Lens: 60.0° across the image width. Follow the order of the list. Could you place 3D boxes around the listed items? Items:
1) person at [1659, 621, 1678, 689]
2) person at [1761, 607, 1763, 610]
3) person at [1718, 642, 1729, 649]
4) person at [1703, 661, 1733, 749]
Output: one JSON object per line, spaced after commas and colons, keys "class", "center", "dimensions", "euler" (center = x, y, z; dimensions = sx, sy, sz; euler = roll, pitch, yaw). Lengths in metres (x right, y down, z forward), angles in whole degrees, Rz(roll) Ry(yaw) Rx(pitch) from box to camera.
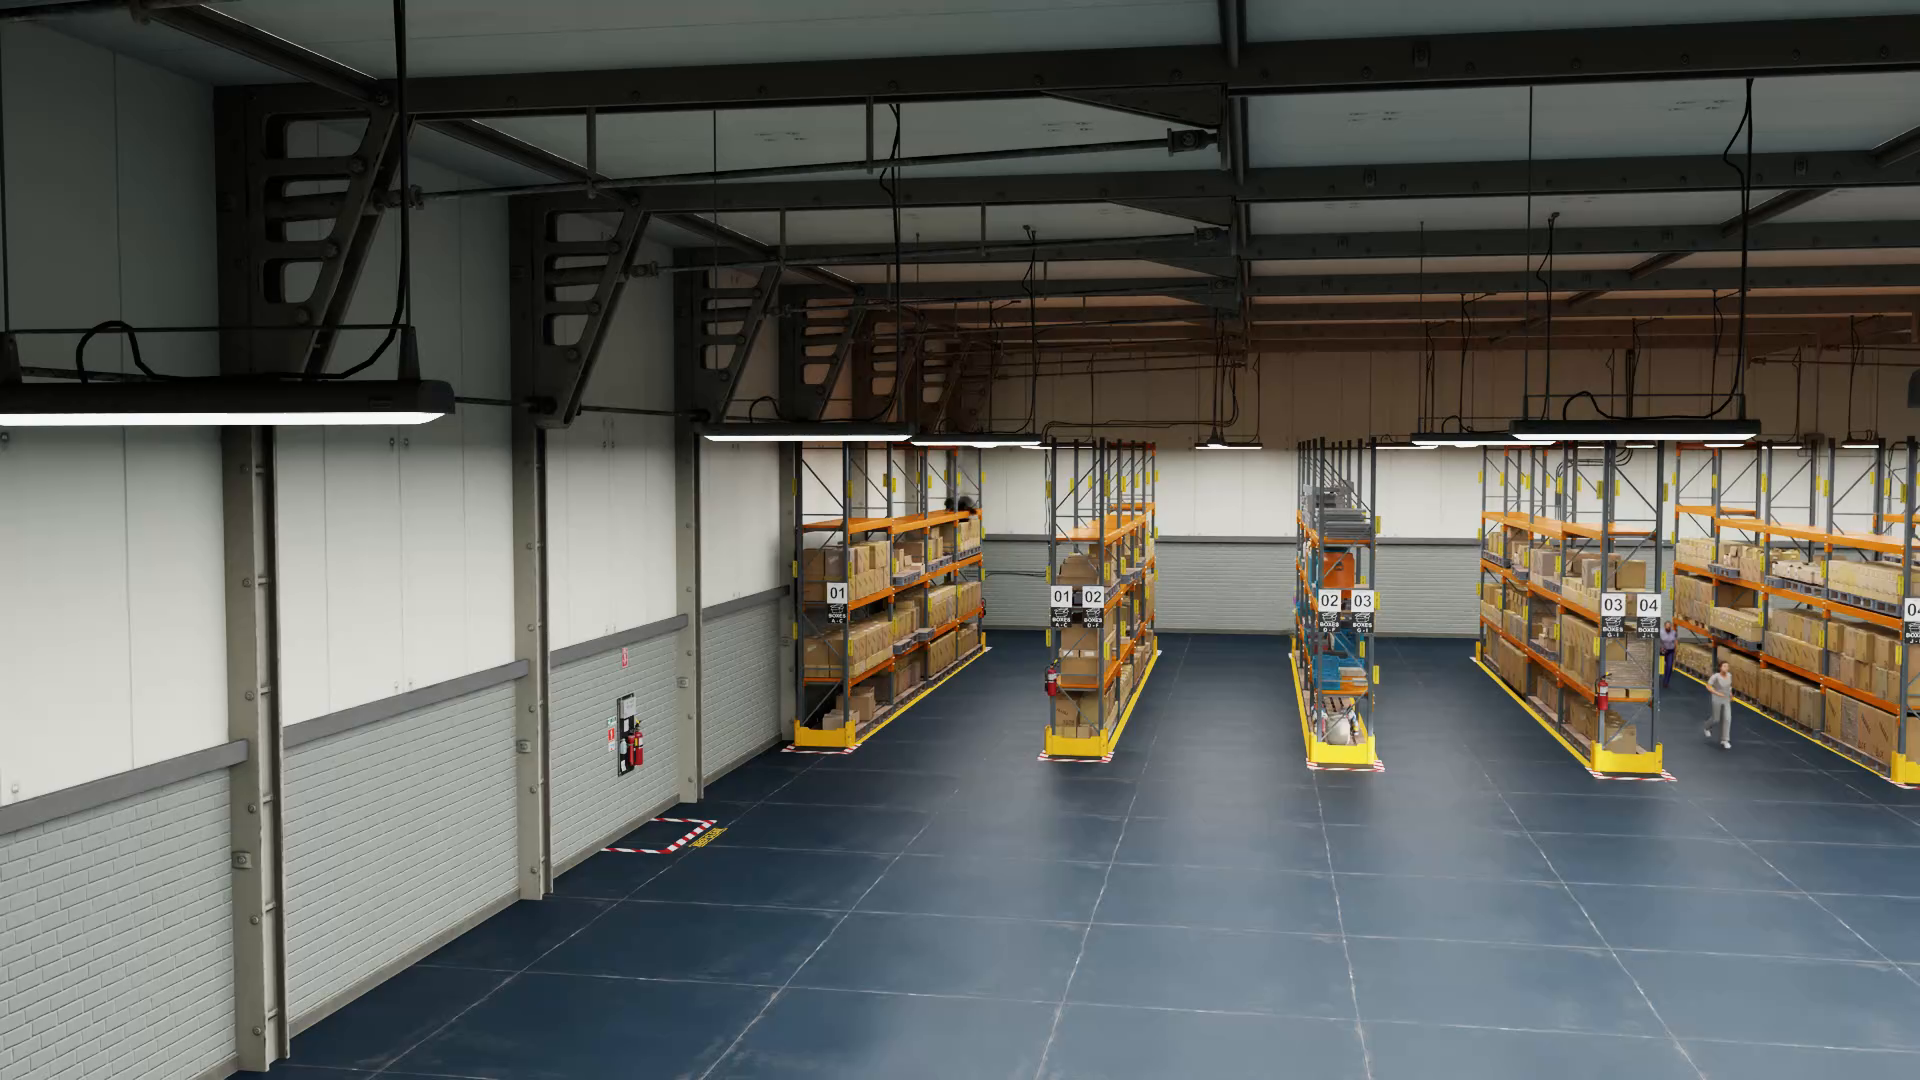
{"class": "person", "center": [17.233, 2.782, 40.612], "dimensions": [0.631, 1.636, 0.800], "euler": [0, 3, 5]}
{"class": "person", "center": [21.842, 2.404, 45.604], "dimensions": [0.934, 1.791, 0.633], "euler": [1, 3, 11]}
{"class": "person", "center": [21.214, 2.373, 46.467], "dimensions": [0.773, 1.831, 0.683], "euler": [-1, 3, -15]}
{"class": "person", "center": [14.853, 3.172, 32.508], "dimensions": [0.587, 1.664, 0.990], "euler": [0, 3, -6]}
